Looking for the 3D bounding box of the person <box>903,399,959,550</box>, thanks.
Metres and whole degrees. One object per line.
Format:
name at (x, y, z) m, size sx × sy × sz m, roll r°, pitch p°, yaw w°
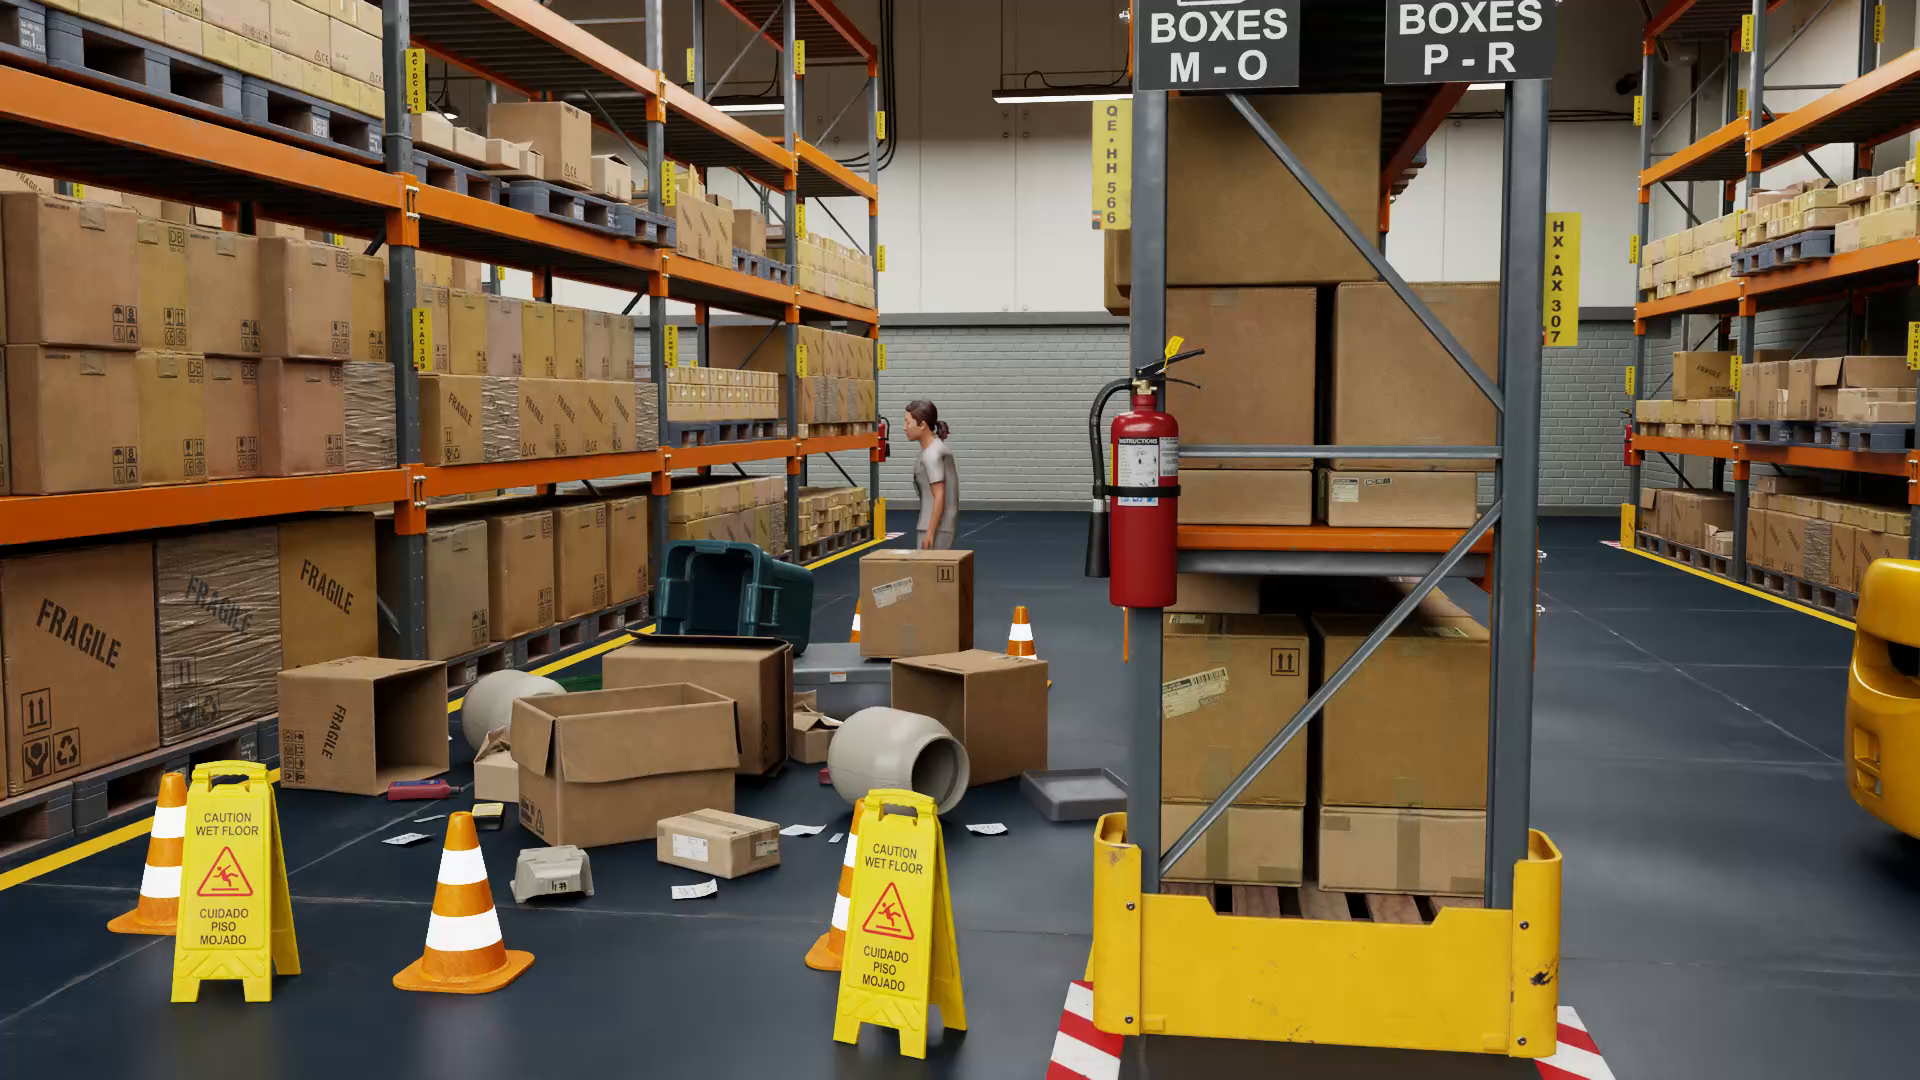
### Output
person at (-0.192, -0.038, 10.347) m, size 0.366 × 1.671 × 0.503 m, roll 0°, pitch 5°, yaw -4°
